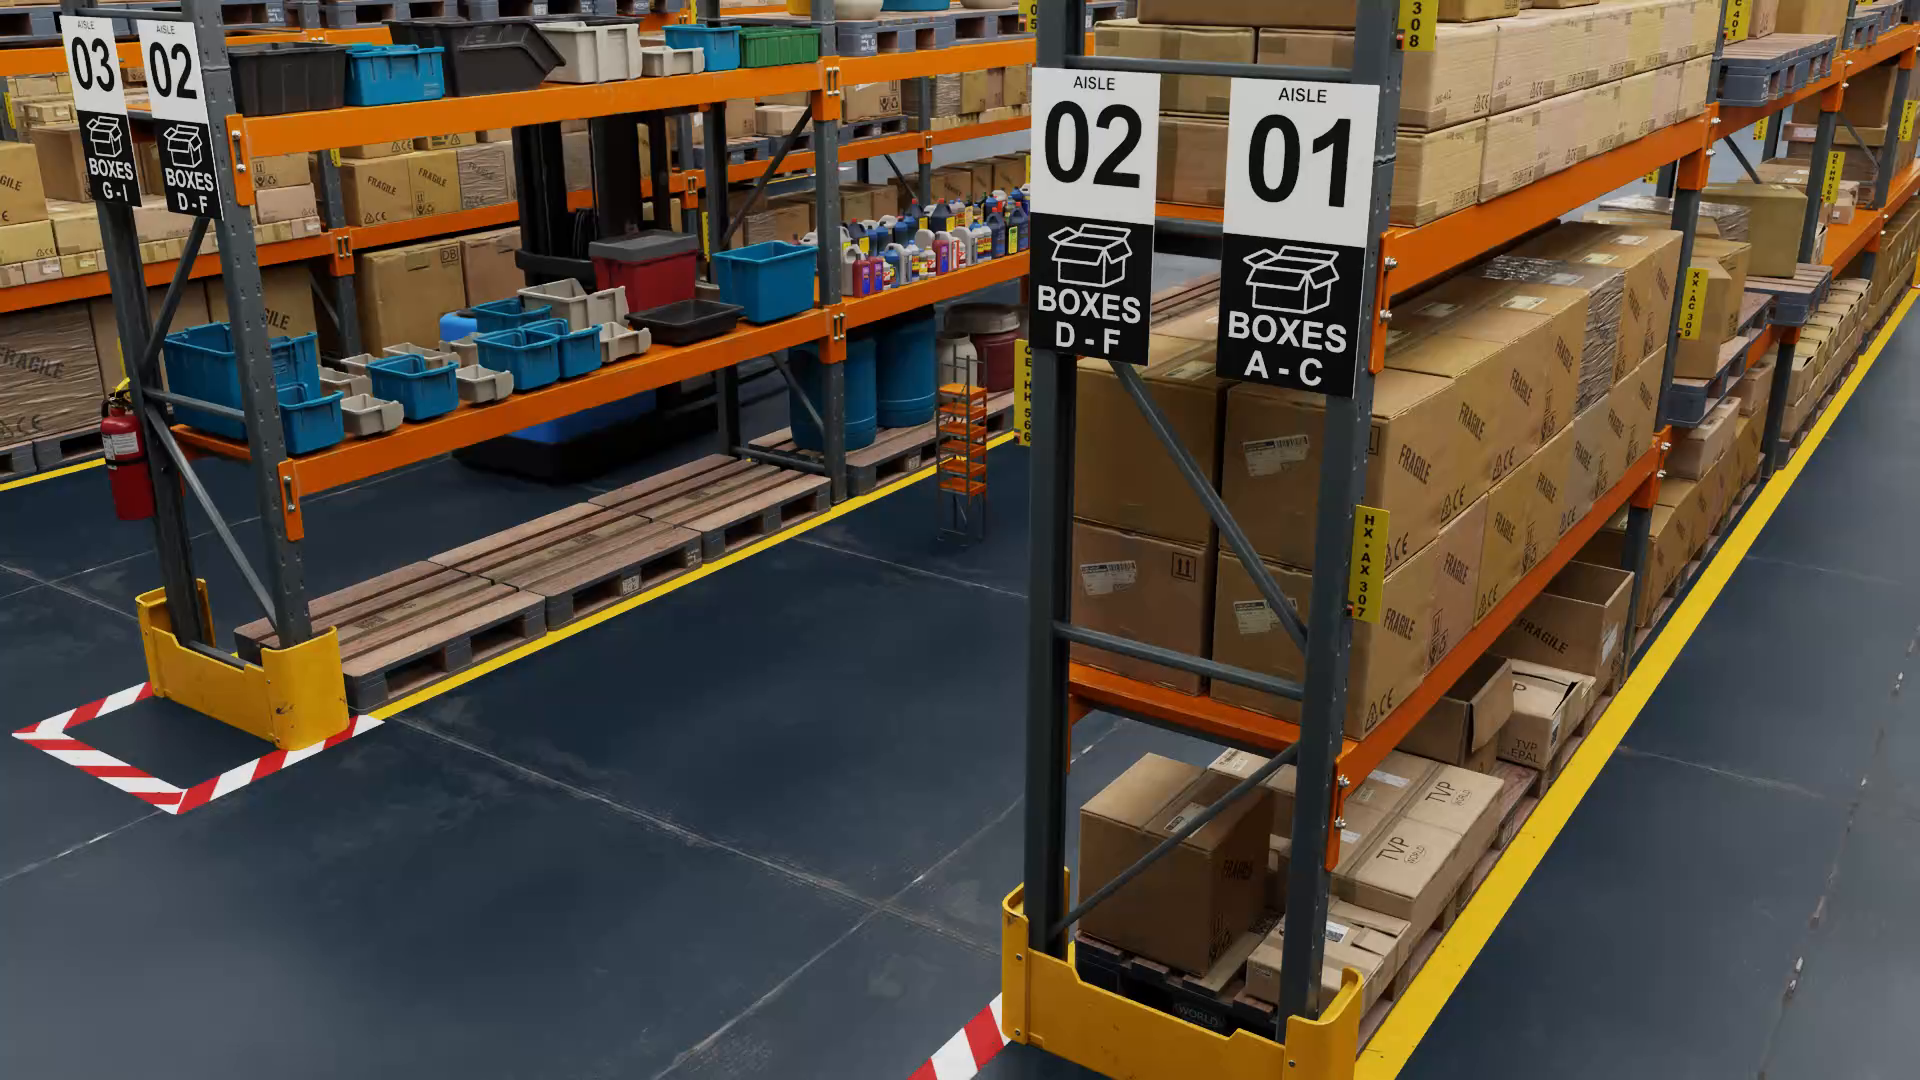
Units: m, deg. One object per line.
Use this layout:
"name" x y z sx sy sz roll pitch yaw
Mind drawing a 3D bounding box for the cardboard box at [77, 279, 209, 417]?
"cardboard box" -6.231 -1.482 12.405 0.875 0.875 0.875 13 24 32

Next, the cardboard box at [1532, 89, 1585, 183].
"cardboard box" 1.725 -1.352 5.488 0.500 0.250 0.500 13 24 32

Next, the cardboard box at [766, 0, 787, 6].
"cardboard box" -1.995 -5.579 16.917 0.500 0.250 0.500 14 24 33

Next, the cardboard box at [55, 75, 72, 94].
"cardboard box" -11.298 -5.769 21.034 0.500 0.250 0.500 13 24 32

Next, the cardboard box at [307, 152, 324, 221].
"cardboard box" -5.251 -2.948 13.766 0.500 0.500 0.500 13 24 32

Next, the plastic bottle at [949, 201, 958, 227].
"plastic bottle" -0.061 -2.481 12.833 0.097 0.271 0.097 0 20 0

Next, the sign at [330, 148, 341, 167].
"sign" -4.828 -3.049 12.821 0.100 0.325 0.005 13 24 32

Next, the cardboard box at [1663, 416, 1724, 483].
"cardboard box" 3.938 -0.544 9.301 0.500 0.250 0.500 13 24 32

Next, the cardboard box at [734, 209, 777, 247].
"cardboard box" -2.378 -3.253 17.704 0.700 0.500 0.500 11 23 27

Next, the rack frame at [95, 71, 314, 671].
"rack frame" -3.440 -0.600 7.563 1.000 3.000 0.127 13 24 32

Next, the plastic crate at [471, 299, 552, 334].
"plastic crate" -2.498 -1.189 9.309 0.416 0.233 0.300 13 24 32

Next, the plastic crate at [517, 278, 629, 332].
"plastic crate" -2.203 -1.318 9.588 0.437 0.282 0.530 13 24 32

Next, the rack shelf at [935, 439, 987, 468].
"rack shelf" 0.008 -0.525 10.083 0.258 0.103 0.180 13 24 32

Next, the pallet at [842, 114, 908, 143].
"pallet" -1.341 -4.728 18.999 1.003 0.211 1.213 13 24 32

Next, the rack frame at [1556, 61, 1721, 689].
"rack frame" 2.903 -0.780 8.051 1.000 3.000 0.127 13 24 32

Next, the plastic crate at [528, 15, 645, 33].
"plastic crate" -2.117 -2.790 9.349 0.497 0.269 0.590 13 24 32

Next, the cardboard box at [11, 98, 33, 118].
"cardboard box" -9.269 -4.221 16.252 0.380 0.149 0.250 15 25 34

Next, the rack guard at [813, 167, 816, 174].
"rack guard" -2.574 -5.987 25.731 1.175 0.500 0.348 13 24 32

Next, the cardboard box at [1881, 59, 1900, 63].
"cardboard box" 7.927 -4.005 14.754 0.700 0.500 0.500 13 24 32

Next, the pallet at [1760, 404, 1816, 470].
"pallet" 5.646 -0.849 12.255 1.003 0.211 1.213 13 24 32

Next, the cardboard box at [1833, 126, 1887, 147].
"cardboard box" 7.711 -3.466 14.233 0.380 0.149 0.250 13 24 32

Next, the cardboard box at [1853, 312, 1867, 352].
"cardboard box" 7.407 -1.808 14.186 0.500 0.250 0.500 13 24 31

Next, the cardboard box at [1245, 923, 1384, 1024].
"cardboard box" 1.174 1.445 5.510 0.380 0.149 0.250 13 24 32

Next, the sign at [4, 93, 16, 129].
"sign" -8.880 -4.012 15.540 0.100 0.325 0.005 13 24 32

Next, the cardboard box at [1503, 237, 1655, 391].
"cardboard box" 2.547 -0.953 6.932 0.500 0.500 0.500 13 24 31

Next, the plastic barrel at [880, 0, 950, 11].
"plastic barrel" -0.359 -4.106 11.390 0.600 0.901 0.708 13 24 32

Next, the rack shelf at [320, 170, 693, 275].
"rack shelf" -4.164 -2.950 14.953 1.077 0.370 4.000 13 24 32

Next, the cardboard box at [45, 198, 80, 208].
"cardboard box" -6.623 -2.267 11.858 0.500 0.250 0.500 13 24 32

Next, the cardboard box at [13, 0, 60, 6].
"cardboard box" -6.396 -3.899 11.265 0.700 0.500 0.500 15 25 34

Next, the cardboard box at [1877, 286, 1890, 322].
"cardboard box" 8.197 -2.199 15.245 0.500 0.250 0.500 13 24 32

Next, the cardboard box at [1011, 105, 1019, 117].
"cardboard box" 0.514 -5.407 20.922 0.380 0.149 0.250 13 24 32

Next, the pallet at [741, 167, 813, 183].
"pallet" -2.972 -5.600 25.101 1.003 0.211 1.213 13 24 32

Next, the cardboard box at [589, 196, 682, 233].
"cardboard box" -3.445 -2.868 16.151 1.225 0.875 0.875 12 23 29

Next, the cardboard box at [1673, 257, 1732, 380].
"cardboard box" 3.354 -1.116 8.210 0.700 0.500 0.500 5 21 14

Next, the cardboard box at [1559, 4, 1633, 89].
"cardboard box" 2.005 -1.730 5.789 0.500 0.250 0.500 13 24 32

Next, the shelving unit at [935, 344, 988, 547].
"shelving unit" 0.008 -0.567 10.068 0.258 1.200 0.189 13 24 32

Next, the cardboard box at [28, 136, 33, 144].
"cardboard box" -8.732 -3.812 16.004 0.380 0.149 0.250 12 23 29

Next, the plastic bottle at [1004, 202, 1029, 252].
"plastic bottle" 0.416 -2.307 12.250 0.144 0.351 0.185 13 24 32

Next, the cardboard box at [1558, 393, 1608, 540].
"cardboard box" 2.258 -0.338 6.710 0.500 0.500 0.500 14 24 33

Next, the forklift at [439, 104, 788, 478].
"forklift" -2.398 -2.257 12.143 1.130 2.935 3.031 11 23 28

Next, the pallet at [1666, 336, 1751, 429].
"pallet" 3.442 -0.898 8.646 1.003 0.211 1.213 13 24 32

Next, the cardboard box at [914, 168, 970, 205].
"cardboard box" -0.217 -4.306 20.580 0.500 0.500 0.500 -15 25 -35

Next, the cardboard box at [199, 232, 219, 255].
"cardboard box" -5.622 -2.223 12.313 0.380 0.149 0.250 14 24 33

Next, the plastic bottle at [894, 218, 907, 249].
"plastic bottle" -0.429 -2.199 12.071 0.097 0.271 0.097 0 20 0

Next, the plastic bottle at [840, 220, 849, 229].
"plastic bottle" -0.842 -2.105 11.703 0.144 0.351 0.185 13 24 32

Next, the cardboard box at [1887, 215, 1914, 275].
"cardboard box" 8.761 -2.838 15.890 0.500 0.500 0.500 13 24 32

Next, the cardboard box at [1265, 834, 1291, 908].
"cardboard box" 1.058 1.187 6.182 0.380 0.166 0.250 13 24 32

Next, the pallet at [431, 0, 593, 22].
"pallet" -3.984 -4.663 14.495 1.003 0.211 1.213 15 25 34

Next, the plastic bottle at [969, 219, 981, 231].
"plastic bottle" 0.112 -2.190 12.046 0.097 0.271 0.097 0 20 0

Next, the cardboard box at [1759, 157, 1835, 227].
"cardboard box" 6.659 -2.754 13.243 0.500 0.500 0.500 15 25 36

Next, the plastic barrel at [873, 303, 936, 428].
"plastic barrel" -0.474 -1.316 11.919 0.600 0.901 0.708 13 24 32

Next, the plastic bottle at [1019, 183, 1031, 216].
"plastic bottle" 0.546 -2.776 13.624 0.152 0.276 0.135 13 24 32

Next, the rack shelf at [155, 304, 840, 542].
"rack shelf" -2.316 -0.836 9.239 1.077 0.370 4.000 13 24 32
